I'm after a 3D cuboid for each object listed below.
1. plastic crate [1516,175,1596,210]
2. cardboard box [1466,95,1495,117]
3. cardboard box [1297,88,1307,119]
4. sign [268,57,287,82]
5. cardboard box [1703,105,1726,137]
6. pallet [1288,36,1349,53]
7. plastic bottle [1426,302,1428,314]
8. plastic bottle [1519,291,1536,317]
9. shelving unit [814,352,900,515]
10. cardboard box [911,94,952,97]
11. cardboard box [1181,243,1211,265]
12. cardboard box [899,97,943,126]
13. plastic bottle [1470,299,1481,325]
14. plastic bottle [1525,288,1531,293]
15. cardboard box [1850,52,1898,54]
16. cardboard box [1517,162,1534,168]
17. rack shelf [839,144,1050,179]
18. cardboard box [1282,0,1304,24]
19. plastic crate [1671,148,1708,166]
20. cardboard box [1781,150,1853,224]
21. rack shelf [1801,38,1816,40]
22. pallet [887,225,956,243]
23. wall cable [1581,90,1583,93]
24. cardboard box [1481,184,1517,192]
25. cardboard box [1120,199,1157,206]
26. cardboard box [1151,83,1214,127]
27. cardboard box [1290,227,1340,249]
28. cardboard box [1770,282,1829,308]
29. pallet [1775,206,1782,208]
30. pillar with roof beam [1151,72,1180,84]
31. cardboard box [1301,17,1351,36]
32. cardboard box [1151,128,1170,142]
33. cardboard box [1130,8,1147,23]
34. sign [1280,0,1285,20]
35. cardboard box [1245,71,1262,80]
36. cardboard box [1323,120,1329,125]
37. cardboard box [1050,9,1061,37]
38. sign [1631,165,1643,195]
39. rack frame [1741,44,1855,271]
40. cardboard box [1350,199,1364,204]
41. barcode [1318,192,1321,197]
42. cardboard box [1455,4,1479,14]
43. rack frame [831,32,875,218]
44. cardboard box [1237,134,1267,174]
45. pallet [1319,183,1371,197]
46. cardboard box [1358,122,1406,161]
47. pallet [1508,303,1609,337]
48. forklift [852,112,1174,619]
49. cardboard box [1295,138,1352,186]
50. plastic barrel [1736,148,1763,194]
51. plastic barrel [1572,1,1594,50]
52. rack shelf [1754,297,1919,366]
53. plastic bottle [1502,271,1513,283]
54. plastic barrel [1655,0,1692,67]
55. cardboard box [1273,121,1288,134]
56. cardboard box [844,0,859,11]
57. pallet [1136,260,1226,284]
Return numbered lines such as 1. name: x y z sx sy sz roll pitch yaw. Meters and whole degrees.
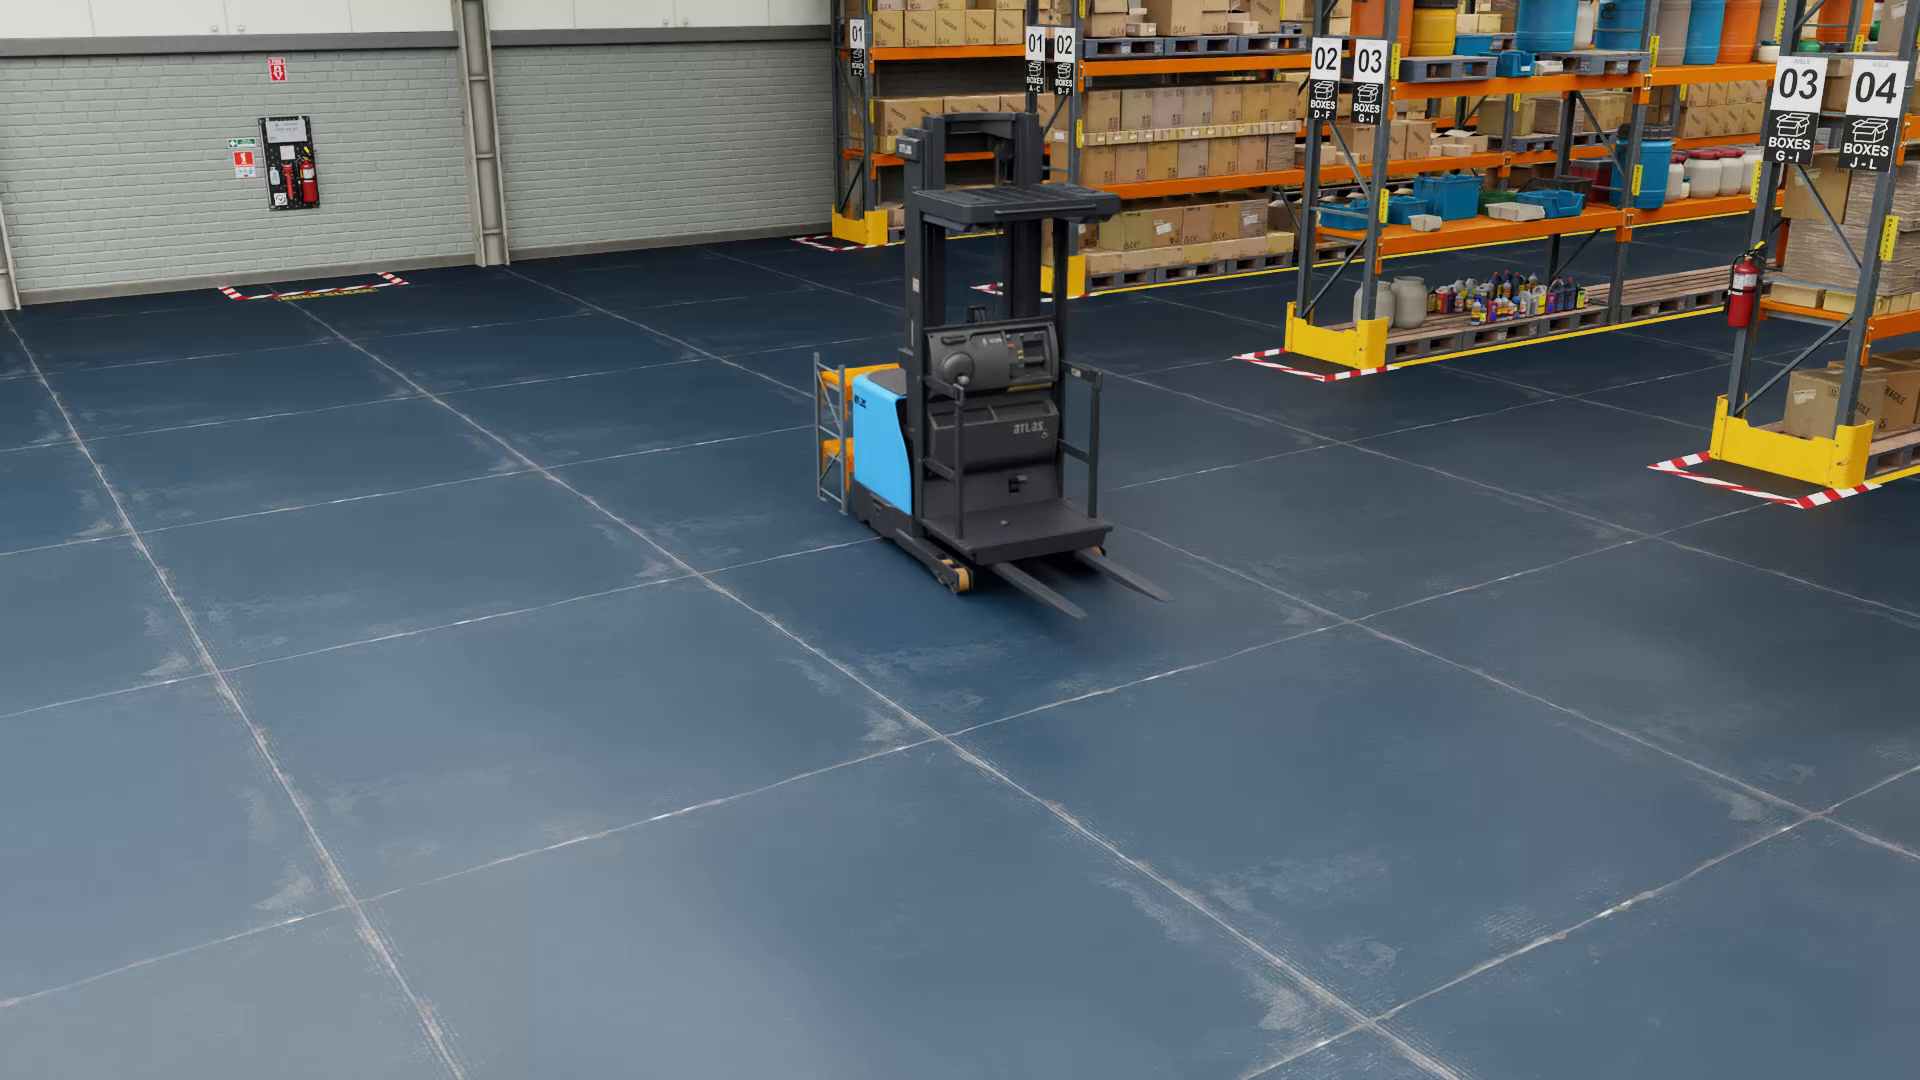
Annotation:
1. plastic crate: 6.699 -3.918 18.748 0.504 0.338 0.767 -12 22 -31
2. cardboard box: 9.514 -8.425 31.515 0.700 0.700 0.980 -13 22 -33
3. cardboard box: 5.645 -7.575 28.817 0.500 0.500 0.500 -11 22 -30
4. sign: -8.632 -5.947 21.034 0.199 0.298 0.001 -12 22 -31
5. cardboard box: 12.168 -6.896 27.303 0.500 0.500 0.500 -11 22 -30
6. pallet: 5.215 -6.821 22.852 1.217 0.209 0.805 -13 23 -34
7. plastic bottle: 5.158 -2.625 18.508 0.097 0.201 0.097 0 19 0
8. plastic bottle: 6.259 -2.615 18.363 0.135 0.276 0.152 -11 22 -30
9. shelving unit: -0.507 -0.865 12.548 1.048 1.125 0.538 -10 21 -26
10. cardboard box: -0.451 -6.563 25.507 0.500 0.500 0.500 -13 22 -33
11. cardboard box: 2.968 -3.822 22.004 0.500 0.250 0.500 -12 22 -31
12. cardboard box: -0.601 -6.333 24.826 0.500 0.500 0.500 -12 22 -31
13. plastic bottle: 5.551 -2.453 17.891 0.097 0.271 0.097 0 19 0
14. plastic bottle: 6.319 -2.669 18.511 0.133 0.283 0.061 -12 22 -31
15. cardboard box: 7.297 -3.790 13.201 0.250 0.149 0.380 -12 22 -31
16. cardboard box: 10.832 -7.546 32.630 0.500 0.500 0.700 -12 22 -32
17. rack shelf: 0.087 -5.963 25.822 4.000 0.370 1.077 -12 22 -31
18. cardboard box: 5.464 -9.136 28.559 0.500 0.500 0.700 -14 23 -36
19. plastic crate: 9.029 -4.538 20.385 0.583 0.464 0.402 -12 22 -31
20. cardboard box: 6.913 -2.802 13.166 0.500 0.500 0.500 -12 22 -31
21. rack shelf: 12.837 -8.173 27.676 4.000 0.370 1.077 -12 22 -31
22. pallet: -0.822 -4.777 25.546 1.213 0.211 1.003 -12 22 -31
23. wall cable: 12.329 -9.729 34.254 1.851 1.984 0.084 -12 22 -31
24. cardboard box: 8.478 -5.288 25.918 0.500 0.500 0.500 -11 22 -29
25. cardboard box: 2.256 -4.233 22.048 0.500 0.500 0.500 -12 22 -31
26. cardboard box: 2.861 -5.648 21.587 0.500 0.500 0.700 -12 22 -31
27. cardboard box: 4.958 -4.233 23.219 0.500 0.250 0.500 -13 22 -33
28. cardboard box: 6.714 -1.963 13.260 0.250 0.149 0.380 -12 22 -31
29. pallet: 13.778 -5.970 29.075 1.213 0.211 1.003 -12 22 -31
30. pillar with roof beam: 5.905 -9.053 24.473 0.400 9.000 9.100 -12 22 -31
31. cardboard box: 5.005 -6.986 22.621 0.500 0.250 0.500 -9 21 -26
32. cardboard box: 2.452 -5.175 21.201 0.250 0.149 0.380 -13 23 -33
33. cardboard box: 2.426 -6.642 21.290 0.500 0.311 0.500 -9 21 -25
34. sign: 5.395 -8.881 27.839 0.005 0.325 0.100 -12 22 -31
35. cardboard box: 5.334 -8.063 29.087 0.500 0.250 0.500 -11 22 -30
36. cardboard box: 6.339 -7.438 29.425 0.250 0.149 0.380 -11 22 -30
37. cardboard box: 1.470 -7.978 25.789 0.500 0.500 0.500 -11 22 -30
38. sign: 7.500 -3.988 18.425 0.005 0.325 0.100 -12 22 -31
39. rack frame: 10.547 -4.711 20.995 0.127 3.000 1.000 -12 22 -31
40. cardboard box: 5.820 -4.678 23.660 0.500 0.311 0.500 -13 22 -33
41. barcode: 4.927 -4.744 22.811 0.075 0.075 0.001 -12 22 -31
42. cardboard box: 9.161 -9.712 30.529 0.500 0.250 0.500 -12 22 -32
43. rack frame: -1.583 -5.951 24.665 0.127 3.000 1.000 -12 22 -31
44. cardboard box: 3.681 -5.204 22.299 0.500 0.500 0.700 -12 22 -32
45. pallet: 6.816 -6.372 30.262 1.213 0.211 1.003 -12 22 -31
46. cardboard box: 5.994 -5.691 23.738 0.500 0.500 0.500 -12 22 -31
47. pallet: 6.622 -2.578 19.040 1.213 0.211 1.003 -12 22 -31
48. forklift: 0.318 -1.205 10.732 1.130 2.935 3.031 -9 21 -25
49. cardboard box: 6.520 -6.788 29.841 0.750 0.750 0.750 -12 22 -32
50. plastic barrel: 9.453 -4.451 20.052 0.421 0.512 0.421 0 19 0
51. plastic barrel: 6.739 -5.656 18.276 0.421 0.512 0.421 0 19 0
52. rack shelf: 8.260 -1.988 14.065 4.000 0.370 1.077 -12 22 -31
53. plastic bottle: 6.304 -2.928 19.172 0.185 0.351 0.144 -11 22 -30
54. plastic barrel: 8.058 -5.927 19.127 0.600 0.901 0.600 0 19 0
55. cardboard box: 4.168 -5.538 22.273 0.250 0.149 0.380 -12 22 -33
56. cardboard box: -1.367 -8.049 24.437 0.500 0.500 0.500 -11 21 -29
57. pallet: 2.778 -3.666 22.257 1.213 0.211 1.003 -12 22 -31
